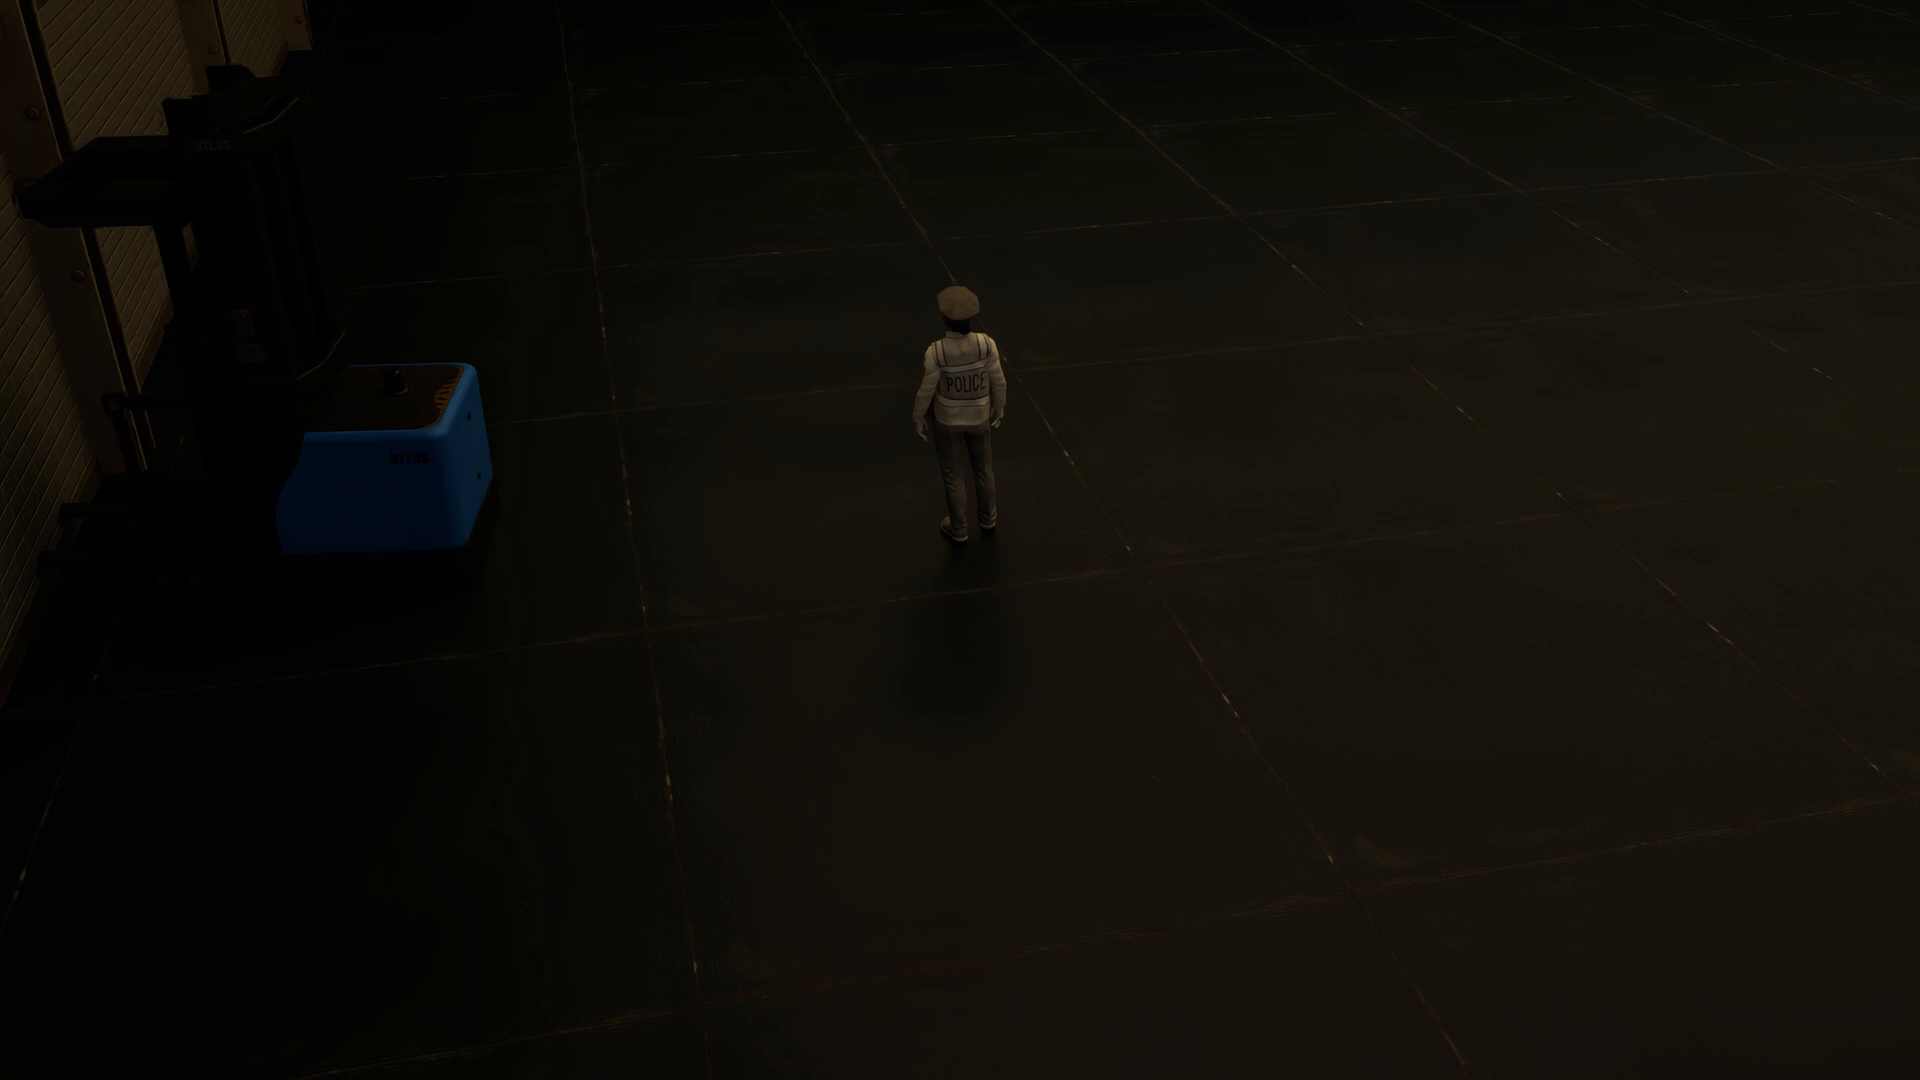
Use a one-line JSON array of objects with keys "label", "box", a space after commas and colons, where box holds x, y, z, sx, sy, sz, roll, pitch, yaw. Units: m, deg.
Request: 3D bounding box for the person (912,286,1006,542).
[{"label": "person", "box": [-0.010, -0.774, 10.131, 0.587, 1.695, 0.531, -7, 31, -12]}]

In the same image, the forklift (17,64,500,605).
[{"label": "forklift", "box": [-4.448, -1.156, 9.571, 3.031, 2.935, 1.130, -2, 30, -3]}]
